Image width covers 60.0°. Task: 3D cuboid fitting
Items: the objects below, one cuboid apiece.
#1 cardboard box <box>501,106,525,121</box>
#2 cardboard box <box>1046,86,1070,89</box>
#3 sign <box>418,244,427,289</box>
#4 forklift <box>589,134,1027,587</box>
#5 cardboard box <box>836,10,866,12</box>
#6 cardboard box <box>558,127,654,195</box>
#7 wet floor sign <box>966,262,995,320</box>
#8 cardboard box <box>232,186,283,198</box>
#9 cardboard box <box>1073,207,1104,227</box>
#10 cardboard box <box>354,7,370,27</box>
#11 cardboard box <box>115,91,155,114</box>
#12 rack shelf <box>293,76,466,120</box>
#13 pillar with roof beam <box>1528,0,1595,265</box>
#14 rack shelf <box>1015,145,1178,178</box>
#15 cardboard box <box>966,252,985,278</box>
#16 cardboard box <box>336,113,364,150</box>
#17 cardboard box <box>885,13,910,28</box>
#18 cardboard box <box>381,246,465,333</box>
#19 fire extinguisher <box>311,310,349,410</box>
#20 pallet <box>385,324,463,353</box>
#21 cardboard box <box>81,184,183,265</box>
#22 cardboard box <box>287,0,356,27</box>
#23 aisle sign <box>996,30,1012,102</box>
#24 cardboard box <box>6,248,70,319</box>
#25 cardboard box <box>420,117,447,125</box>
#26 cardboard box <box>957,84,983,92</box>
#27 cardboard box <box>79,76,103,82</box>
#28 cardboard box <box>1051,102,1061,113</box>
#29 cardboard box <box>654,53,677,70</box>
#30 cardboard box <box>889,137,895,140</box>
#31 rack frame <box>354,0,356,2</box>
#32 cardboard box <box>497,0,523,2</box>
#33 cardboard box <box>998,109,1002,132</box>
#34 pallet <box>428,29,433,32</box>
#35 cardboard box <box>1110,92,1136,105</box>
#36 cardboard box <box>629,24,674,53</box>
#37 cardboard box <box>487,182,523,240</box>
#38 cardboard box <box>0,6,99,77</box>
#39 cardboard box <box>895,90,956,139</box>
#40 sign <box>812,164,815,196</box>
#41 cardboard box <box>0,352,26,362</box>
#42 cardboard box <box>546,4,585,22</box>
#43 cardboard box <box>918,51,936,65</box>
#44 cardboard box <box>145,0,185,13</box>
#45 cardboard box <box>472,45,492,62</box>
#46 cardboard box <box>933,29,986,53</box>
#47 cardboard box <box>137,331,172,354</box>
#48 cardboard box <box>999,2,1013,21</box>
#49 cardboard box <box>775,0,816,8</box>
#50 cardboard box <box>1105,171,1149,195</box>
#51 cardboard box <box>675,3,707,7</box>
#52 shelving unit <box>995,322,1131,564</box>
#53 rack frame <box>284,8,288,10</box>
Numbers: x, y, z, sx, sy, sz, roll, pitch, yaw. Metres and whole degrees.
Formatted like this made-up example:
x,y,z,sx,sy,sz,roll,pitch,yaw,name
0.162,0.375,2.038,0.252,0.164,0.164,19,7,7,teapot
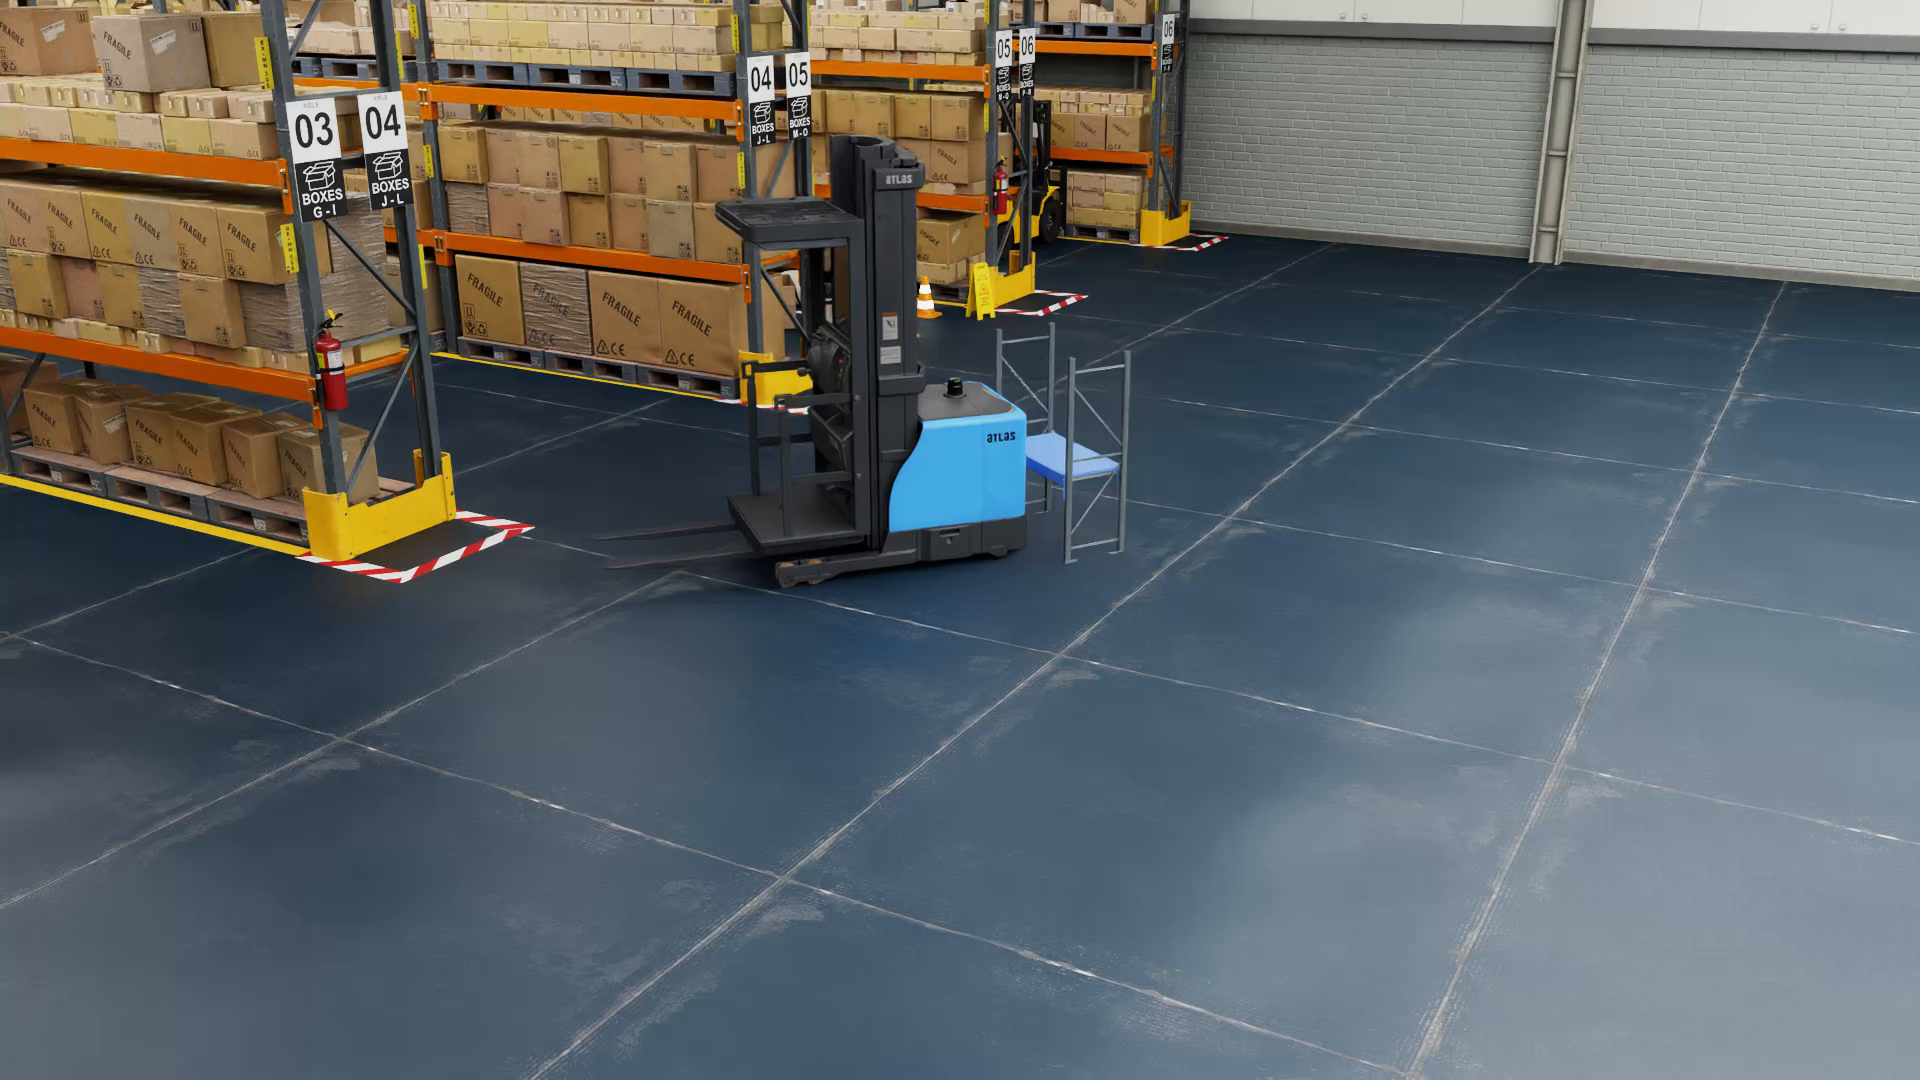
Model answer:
x,y,z,sx,sy,sz,roll,pitch,yaw,name
-6.109,-5.958,23.193,0.500,0.500,0.500,10,22,26,cardboard box
1.488,-6.743,25.020,0.250,0.149,0.380,11,23,28,cardboard box
-3.973,-2.006,12.226,0.005,0.325,0.100,11,23,27,sign
-1.089,-1.255,11.527,3.031,2.935,1.130,-7,21,-18,forklift
-1.348,-6.536,20.785,0.250,0.149,0.380,11,23,28,cardboard box
-3.509,-3.795,16.625,0.500,0.550,0.875,11,23,27,cardboard box
0.240,-2.930,19.497,0.267,0.644,0.232,-16,26,-38,wet floor sign
-5.018,-2.352,12.401,0.500,0.500,0.500,11,23,27,cardboard box
2.019,-4.840,24.726,0.500,0.250,0.500,11,23,27,cardboard box
-8.456,-7.519,23.878,0.258,0.266,0.396,13,24,32,cardboard box
-5.764,-3.136,11.848,0.250,0.149,0.380,10,22,25,cardboard box
-6.968,-4.967,18.314,4.000,0.370,1.077,11,23,27,rack shelf
5.983,-6.791,17.889,0.400,9.000,9.100,11,23,27,pillar with roof beam
1.267,-5.860,25.176,4.000,0.370,1.077,11,23,27,rack shelf
0.026,-3.509,21.055,0.500,0.250,0.500,11,22,27,cardboard box
-4.532,-2.934,11.875,0.500,0.250,0.500,12,23,29,cardboard box
-0.688,-6.214,19.898,0.250,0.149,0.380,11,23,27,cardboard box
-5.808,-2.778,18.309,0.750,0.750,1.050,11,23,27,cardboard box
-4.362,-1.245,11.511,0.183,0.674,0.296,11,23,27,fire extinguisher
-5.933,-2.357,18.554,1.213,0.211,1.003,11,23,27,pallet
-6.145,-2.363,12.431,0.500,0.500,0.500,11,23,27,cardboard box
-7.060,-5.723,18.436,0.500,0.500,0.500,11,23,27,cardboard box
0.508,-5.513,19.351,0.004,0.787,0.394,11,23,27,aisle sign
-6.947,-2.102,13.179,0.500,0.500,0.875,11,23,27,cardboard box
-7.385,-5.971,23.915,0.500,0.250,0.500,10,22,26,cardboard box
0.154,-6.825,25.247,0.250,0.149,0.380,10,22,26,cardboard box
-6.601,-3.535,12.949,0.250,0.149,0.380,10,22,26,cardboard box
1.442,-6.398,24.506,0.250,0.149,0.380,11,23,28,cardboard box
-2.630,-4.472,15.503,0.250,0.149,0.380,11,23,28,cardboard box
-0.883,-4.751,20.482,0.500,0.500,0.500,11,23,27,cardboard box
-10.955,-11.347,30.449,0.127,3.000,1.000,11,23,27,rack frame
-4.527,-5.465,17.071,0.250,0.149,0.380,11,23,27,cardboard box
0.686,-6.261,25.079,0.500,0.500,0.500,11,22,27,cardboard box
-6.977,-7.130,23.501,1.003,0.211,1.213,12,23,30,pallet
2.367,-6.386,24.037,0.250,0.149,0.380,11,23,27,cardboard box
-2.730,-4.702,15.552,0.500,0.250,0.500,11,23,27,cardboard box
-4.403,-3.490,17.368,0.550,0.550,0.875,11,23,27,cardboard box
-7.212,-3.935,13.100,0.500,0.500,0.500,10,22,26,cardboard box
-0.395,-5.151,20.116,0.500,0.500,0.700,11,23,28,cardboard box
-1.454,-3.505,16.244,0.005,0.325,0.100,11,23,27,sign
-8.662,-1.328,14.646,0.500,0.500,0.700,11,22,27,cardboard box
-3.742,-5.059,15.950,0.250,0.149,0.380,11,23,27,cardboard box
-0.301,-5.741,19.764,0.250,0.149,0.380,12,23,29,cardboard box
-9.383,-6.279,19.609,0.258,0.266,0.396,11,23,27,cardboard box
-4.626,-4.852,16.550,0.250,0.149,0.380,11,23,27,cardboard box
0.017,-5.872,19.538,0.500,0.250,0.500,10,22,27,cardboard box
-5.948,-1.523,12.534,0.250,0.149,0.380,11,23,27,cardboard box
0.669,-7.785,24.463,0.258,0.266,0.396,10,22,26,cardboard box
-2.569,-8.535,26.188,0.500,0.500,0.500,11,23,29,cardboard box
2.459,-5.224,24.318,0.500,0.250,0.500,12,23,29,cardboard box
-2.529,-5.085,16.023,0.250,0.149,0.380,11,23,28,cardboard box
0.726,-0.733,12.186,0.538,1.500,1.048,-10,22,-26,shelving unit
-9.881,-9.203,24.540,0.127,3.000,1.000,11,23,27,rack frame
